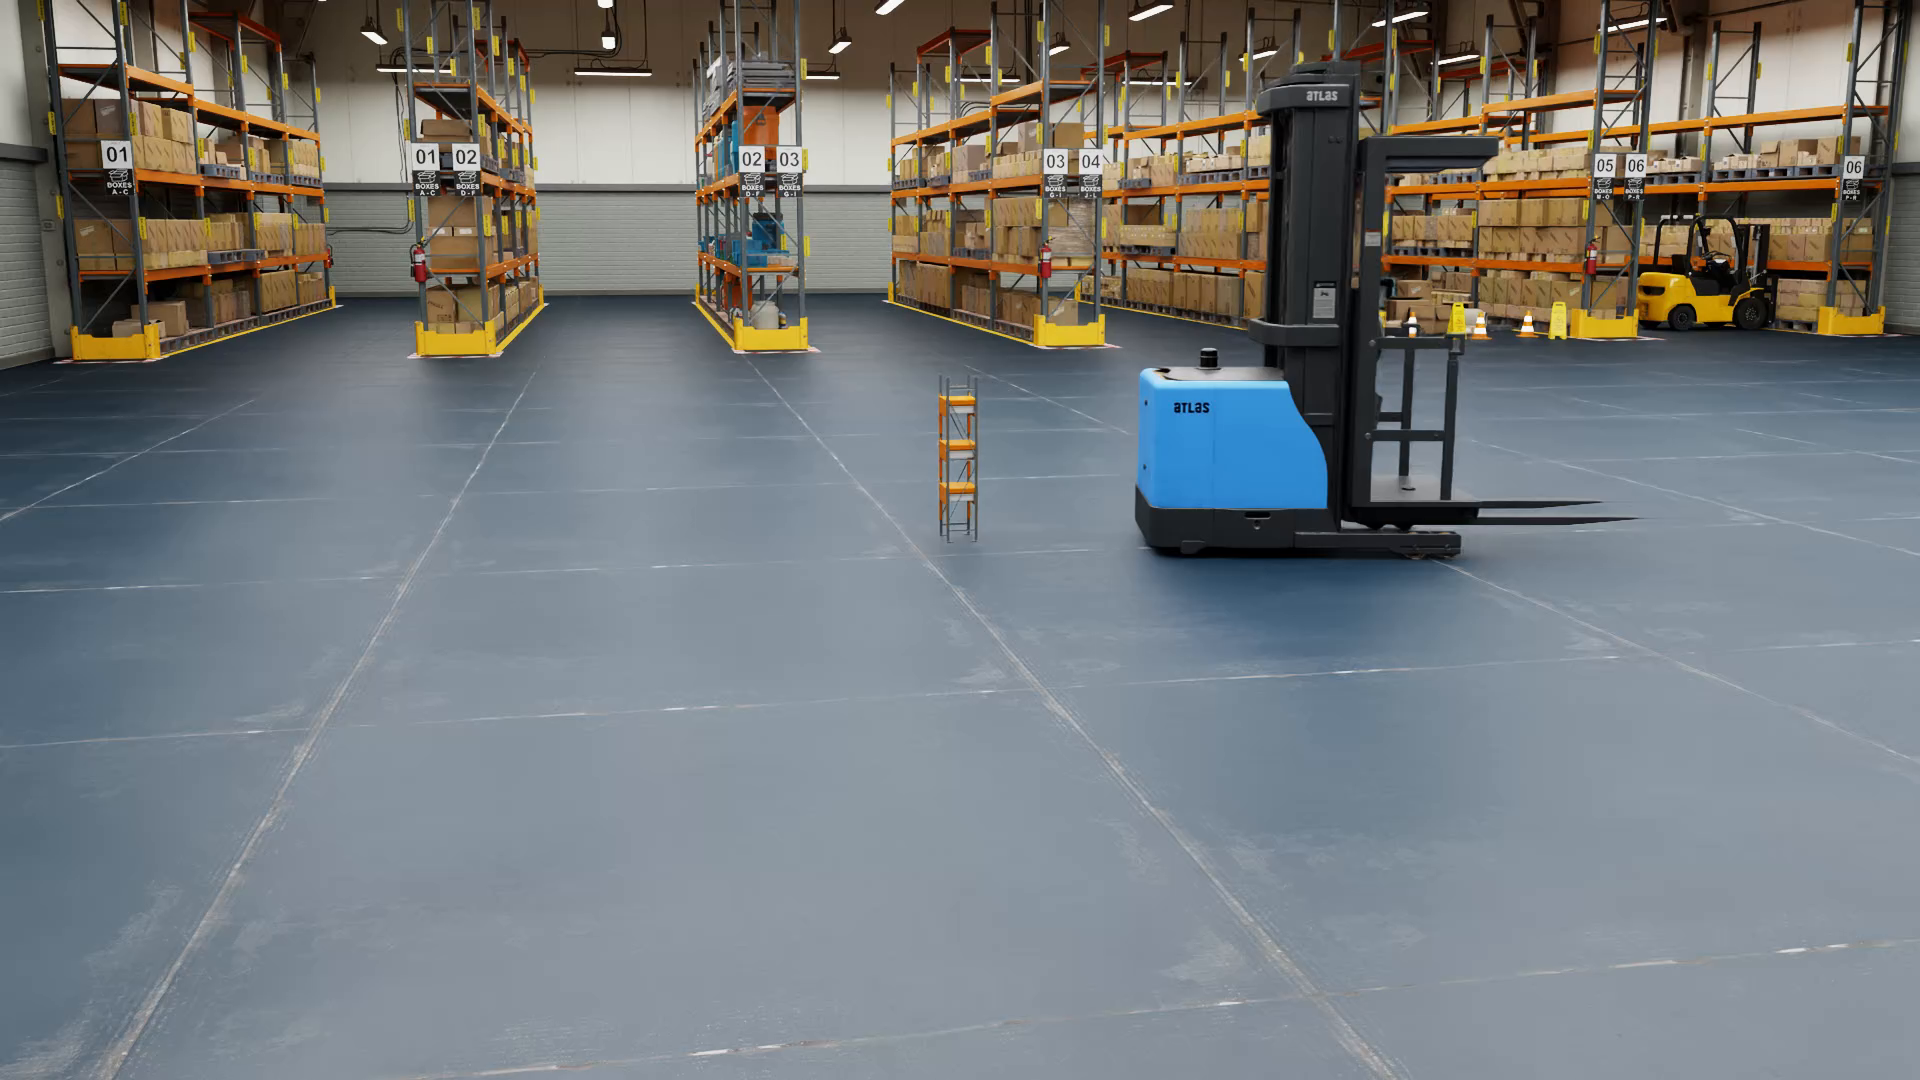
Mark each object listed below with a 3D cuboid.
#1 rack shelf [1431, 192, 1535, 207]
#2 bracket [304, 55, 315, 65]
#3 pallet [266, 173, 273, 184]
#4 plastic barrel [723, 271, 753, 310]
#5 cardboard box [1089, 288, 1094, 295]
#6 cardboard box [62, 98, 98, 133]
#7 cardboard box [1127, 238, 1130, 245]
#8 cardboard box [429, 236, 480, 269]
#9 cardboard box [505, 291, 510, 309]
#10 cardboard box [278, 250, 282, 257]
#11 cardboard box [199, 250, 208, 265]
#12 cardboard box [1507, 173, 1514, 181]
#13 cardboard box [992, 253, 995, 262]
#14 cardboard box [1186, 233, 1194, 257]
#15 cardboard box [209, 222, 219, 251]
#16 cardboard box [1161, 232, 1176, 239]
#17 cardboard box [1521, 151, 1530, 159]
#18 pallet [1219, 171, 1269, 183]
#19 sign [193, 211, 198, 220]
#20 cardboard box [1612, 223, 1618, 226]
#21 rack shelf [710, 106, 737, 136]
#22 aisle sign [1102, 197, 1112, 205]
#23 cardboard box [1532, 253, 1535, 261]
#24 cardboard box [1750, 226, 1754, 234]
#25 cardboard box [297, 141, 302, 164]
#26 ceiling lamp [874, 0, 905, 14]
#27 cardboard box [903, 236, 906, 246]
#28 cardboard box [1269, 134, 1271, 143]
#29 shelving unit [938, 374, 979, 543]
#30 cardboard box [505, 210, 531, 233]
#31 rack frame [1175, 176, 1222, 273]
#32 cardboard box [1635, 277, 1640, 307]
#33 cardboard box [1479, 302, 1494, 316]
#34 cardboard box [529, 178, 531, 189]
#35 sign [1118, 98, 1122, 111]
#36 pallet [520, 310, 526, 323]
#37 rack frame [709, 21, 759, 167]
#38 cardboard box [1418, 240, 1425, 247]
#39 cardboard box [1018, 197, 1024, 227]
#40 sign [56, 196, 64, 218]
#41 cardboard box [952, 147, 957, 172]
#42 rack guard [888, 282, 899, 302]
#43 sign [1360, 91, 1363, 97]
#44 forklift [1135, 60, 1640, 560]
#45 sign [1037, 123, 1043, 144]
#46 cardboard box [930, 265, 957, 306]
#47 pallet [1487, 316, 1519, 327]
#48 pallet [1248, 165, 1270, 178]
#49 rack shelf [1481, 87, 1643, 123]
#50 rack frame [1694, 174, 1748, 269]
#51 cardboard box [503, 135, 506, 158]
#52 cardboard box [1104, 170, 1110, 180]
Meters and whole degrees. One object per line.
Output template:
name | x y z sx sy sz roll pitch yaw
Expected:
rack shelf | 13.716 -8.977 43.742 1.077 0.370 4.000 -2 11 -11
bracket | -17.406 -12.845 44.488 0.235 0.232 0.430 -2 11 -11
pallet | -14.680 -7.377 33.914 1.003 0.211 1.213 -2 11 -8
plastic barrel | -4.677 -5.264 35.014 0.600 0.830 0.708 -2 11 -11
cardboard box | 3.539 -6.401 42.807 0.380 0.149 0.250 -2 11 -10
cardboard box | -13.067 -6.301 24.761 0.500 0.500 0.500 -2 11 -8
cardboard box | 4.131 -7.008 39.042 0.380 0.149 0.250 -2 11 -11
cardboard box | -7.946 -4.524 26.173 0.700 0.500 0.500 -2 11 -11
cardboard box | -8.574 -4.430 30.679 0.500 0.311 0.500 -2 11 -12
cardboard box | -14.547 -6.055 35.105 0.380 0.149 0.250 -2 11 -11
cardboard box | -13.115 -4.801 28.248 0.500 0.250 0.500 -2 11 -11
cardboard box | 10.775 -6.987 32.034 0.380 0.149 0.250 -2 11 -9
cardboard box | 0.818 -5.308 31.233 0.380 0.149 0.250 -2 11 -11
cardboard box | 5.103 -6.241 35.196 0.500 0.500 0.500 -2 11 -12
cardboard box | -13.672 -5.404 29.621 0.700 0.500 0.500 -1 11 -5
cardboard box | 4.636 -6.680 36.524 0.380 0.149 0.250 -2 11 -10
cardboard box | 10.841 -7.277 31.425 0.380 0.149 0.250 -2 11 -12
pallet | 5.730 -7.189 32.936 0.805 0.209 1.217 -3 11 -13
sign | -14.826 -6.223 32.272 0.100 0.325 0.005 -2 11 -11
cardboard box | 14.936 -7.112 38.651 0.500 0.500 0.500 -2 11 -8
rack shelf | -4.176 -8.065 31.999 1.077 0.370 4.000 -2 11 -11
aisle sign | 3.903 -9.146 43.772 0.394 0.787 0.004 -2 11 -11
cardboard box | 11.010 -5.327 31.333 0.380 0.149 0.250 -2 11 -11
cardboard box | 15.685 -6.087 32.653 0.380 0.149 0.250 -2 11 -13
cardboard box | -15.030 -8.667 37.193 0.500 0.500 0.500 -2 11 -12
ceiling lamp | -1.015 -11.193 29.826 0.800 3.185 2.000 -2 11 -11
cardboard box | -1.125 -7.374 41.023 0.500 0.250 0.500 -2 11 -12
cardboard box | 5.894 -7.375 30.546 0.380 0.149 0.250 -2 11 -10
shelving unit | -0.010 -0.526 10.650 0.215 1.050 0.252 -2 11 -11
cardboard box | -10.018 -7.226 37.699 0.500 0.500 0.500 -2 11 -10
rack frame | 5.179 -6.377 36.179 1.000 3.000 0.127 -2 11 -11
cardboard box | 15.256 -5.439 36.476 0.875 0.625 0.625 -3 11 -13
cardboard box | 10.642 -4.579 32.965 0.500 0.250 0.500 -3 11 -14
cardboard box | -10.344 -8.363 38.989 0.500 0.250 0.500 -2 11 -11
sign | 4.171 -11.344 43.311 0.100 0.325 0.005 -2 11 -11
pallet | -9.532 -4.624 34.427 1.003 0.211 1.213 -2 11 -11
rack frame | -4.565 -8.982 33.821 1.000 3.000 0.127 -2 11 -11
cardboard box | 10.082 -6.395 35.820 0.380 0.149 0.250 -1 11 -8
cardboard box | 1.303 -5.710 28.935 0.500 0.500 0.500 -2 11 -11
sign | -13.275 -4.915 24.556 0.100 0.325 0.005 -2 11 -11
cardboard box | 0.133 -7.888 34.490 0.500 0.500 0.500 -2 11 -10
rack guard | -1.267 -6.459 43.294 1.175 0.500 0.348 -2 11 -11
sign | 9.766 -10.776 40.536 0.100 0.325 0.005 -2 11 -11
forklift | 2.671 -1.422 10.327 3.031 2.935 1.130 0 11 0
sign | 1.301 -6.640 27.169 0.100 0.325 0.005 -2 11 -11
cardboard box | 0.014 -5.669 37.017 1.225 0.875 0.875 -2 11 -11
pallet | 10.958 -4.350 32.988 1.003 0.211 1.213 -2 11 -11
pallet | 6.105 -6.923 31.262 1.003 0.211 1.213 -2 11 -11
rack shelf | 11.181 -8.067 30.947 1.077 0.370 4.000 -2 11 -11
rack frame | 15.661 -6.023 34.319 1.000 3.000 0.127 -2 11 -11
cardboard box | -9.701 -8.137 34.460 0.500 0.500 0.500 -2 11 -11
cardboard box | 3.866 -9.023 41.121 0.500 0.250 0.500 -2 11 -9
